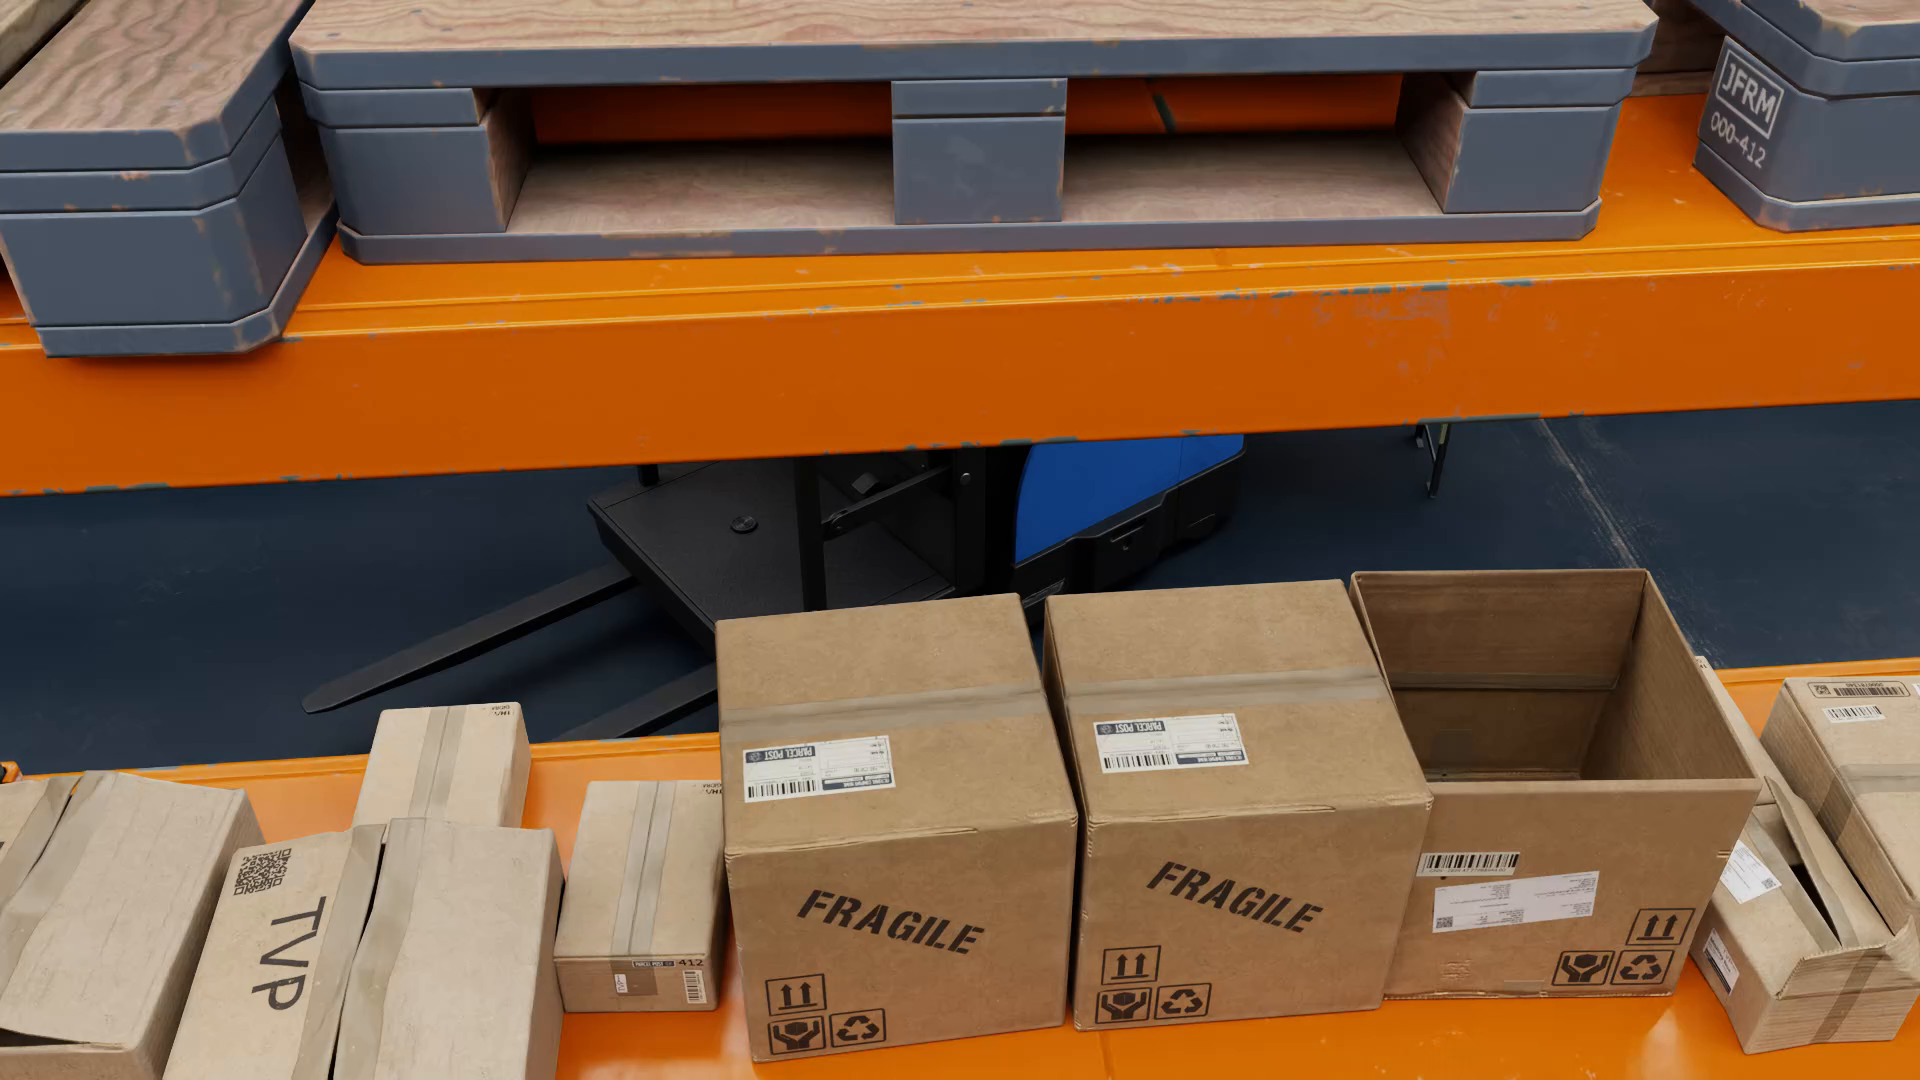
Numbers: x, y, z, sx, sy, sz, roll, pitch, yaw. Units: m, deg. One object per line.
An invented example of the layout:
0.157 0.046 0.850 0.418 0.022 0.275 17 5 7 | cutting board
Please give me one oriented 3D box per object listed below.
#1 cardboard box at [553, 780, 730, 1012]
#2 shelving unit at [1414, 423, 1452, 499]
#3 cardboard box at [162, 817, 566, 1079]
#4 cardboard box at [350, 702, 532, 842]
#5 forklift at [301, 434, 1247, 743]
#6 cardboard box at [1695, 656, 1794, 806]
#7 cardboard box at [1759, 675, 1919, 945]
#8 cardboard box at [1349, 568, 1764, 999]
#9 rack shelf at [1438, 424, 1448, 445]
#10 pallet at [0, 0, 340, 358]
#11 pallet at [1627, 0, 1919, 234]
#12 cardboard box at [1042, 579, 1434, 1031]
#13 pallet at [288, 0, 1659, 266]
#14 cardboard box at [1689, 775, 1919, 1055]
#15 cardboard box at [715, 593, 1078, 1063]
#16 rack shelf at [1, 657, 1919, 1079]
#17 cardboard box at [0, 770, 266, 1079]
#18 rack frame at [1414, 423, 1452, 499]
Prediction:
-0.519 0.589 2.785 0.250 0.149 0.380 0 38 -1 | cardboard box
1.338 -0.877 5.650 0.755 1.500 0.431 3 38 3 | shelving unit
-0.876 0.700 2.513 0.500 0.311 0.500 -4 38 -5 | cardboard box
-0.913 0.473 2.931 0.250 0.149 0.380 -3 38 -4 | cardboard box
-0.500 -0.913 4.542 3.031 2.935 1.130 -25 45 -29 | forklift
1.300 0.396 3.029 0.250 0.149 0.380 -3 38 -4 | cardboard box
1.714 0.488 2.831 0.500 0.250 0.500 -1 38 -1 | cardboard box
0.909 0.397 2.745 0.500 0.500 0.500 -1 38 -1 | cardboard box
1.338 -0.621 5.852 0.720 0.370 0.431 3 38 3 | rack shelf
-1.116 -0.601 1.821 1.003 0.211 1.213 -1 38 -2 | pallet
1.323 -0.671 1.911 1.217 0.209 0.805 -5 39 -6 | pallet
0.410 0.424 2.710 0.500 0.500 0.500 -3 38 -4 | cardboard box
-0.002 -0.664 1.901 1.213 0.211 1.003 -1 38 -2 | pallet
1.341 0.590 2.690 0.258 0.266 0.396 -4 38 -5 | cardboard box
-0.114 0.453 2.673 0.500 0.500 0.500 -5 39 -6 | cardboard box
0.208 0.767 2.937 4.000 0.370 1.077 -3 38 -4 | rack shelf
-1.418 0.637 2.593 0.500 0.311 0.500 -1 38 -1 | cardboard box
1.703 -0.860 5.628 0.023 1.500 0.400 3 38 3 | rack frame
